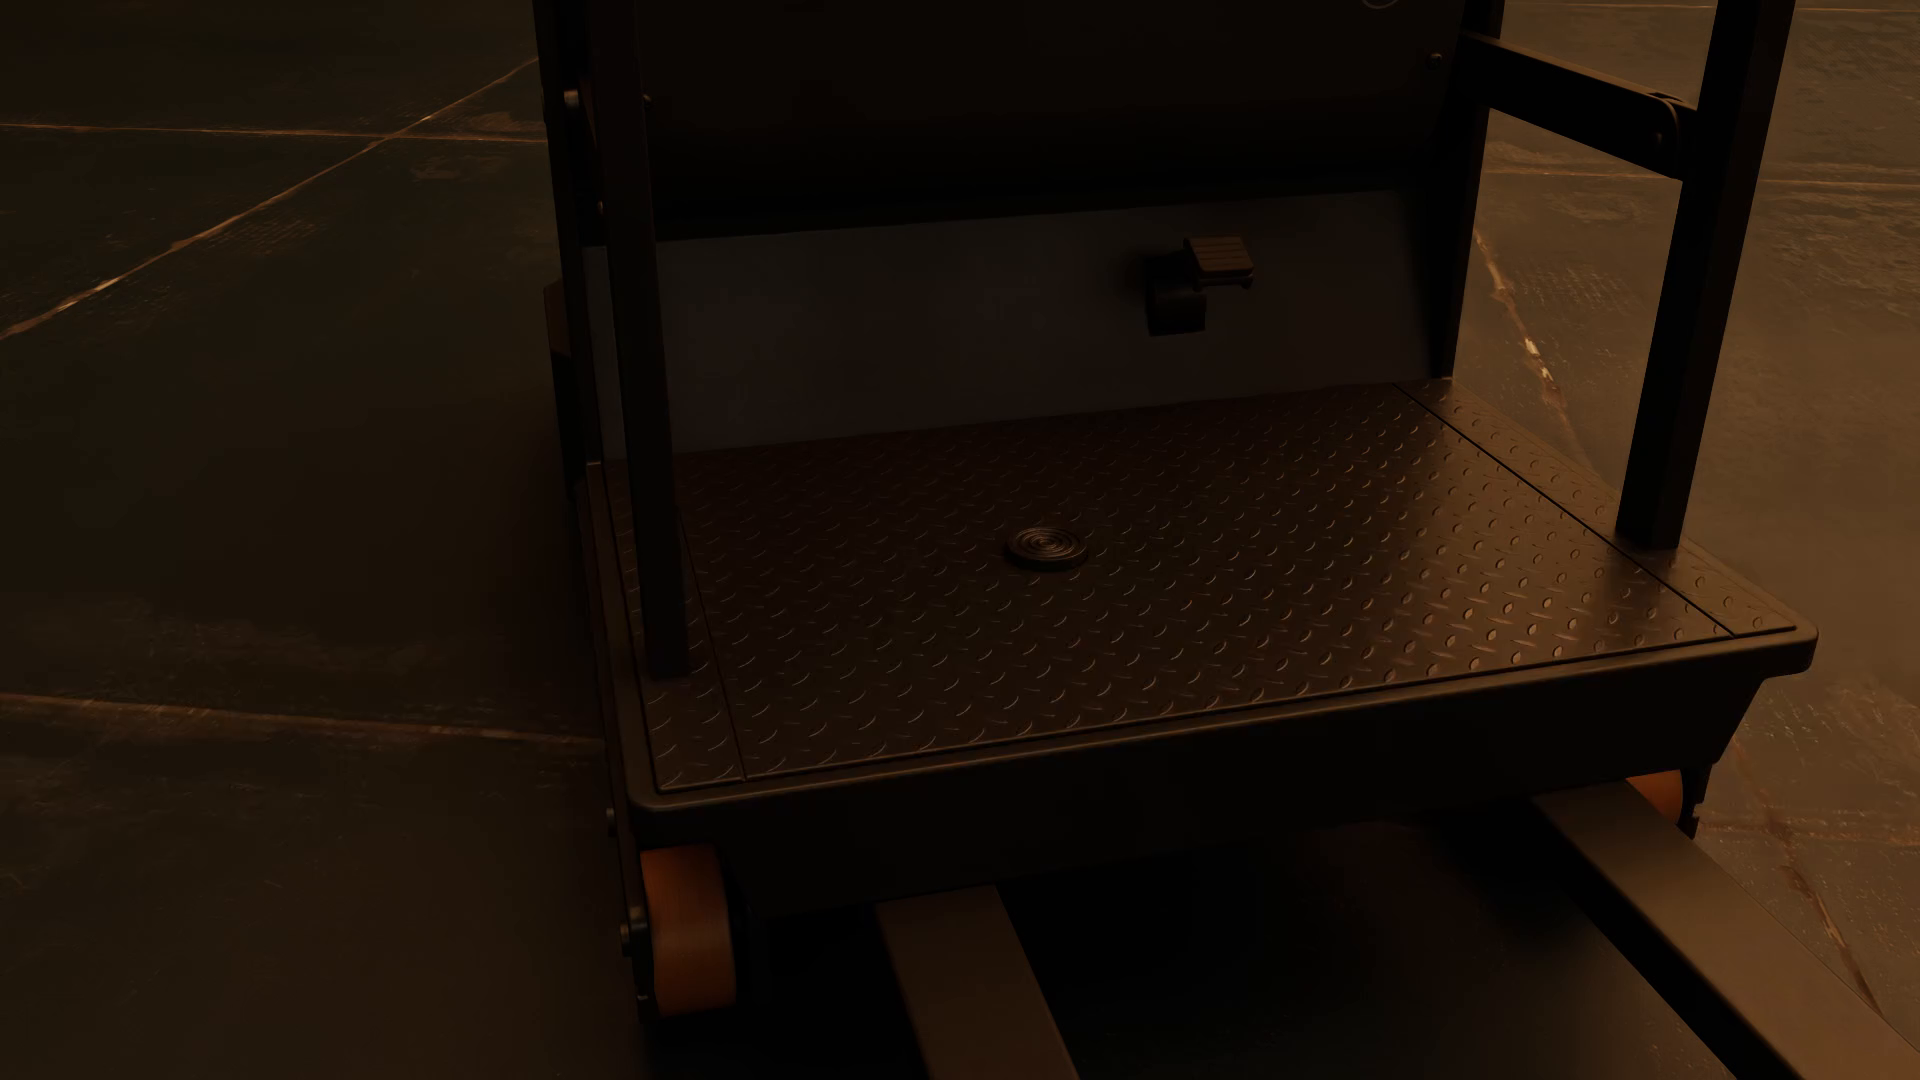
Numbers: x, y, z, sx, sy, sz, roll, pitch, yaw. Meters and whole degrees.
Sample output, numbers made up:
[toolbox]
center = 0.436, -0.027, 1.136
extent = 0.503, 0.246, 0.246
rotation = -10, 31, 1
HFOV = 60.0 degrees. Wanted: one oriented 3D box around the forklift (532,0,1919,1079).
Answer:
[forklift]
center = 0.153, -1.049, 1.319
extent = 1.130, 2.935, 3.031
rotation = -7, 27, -13
